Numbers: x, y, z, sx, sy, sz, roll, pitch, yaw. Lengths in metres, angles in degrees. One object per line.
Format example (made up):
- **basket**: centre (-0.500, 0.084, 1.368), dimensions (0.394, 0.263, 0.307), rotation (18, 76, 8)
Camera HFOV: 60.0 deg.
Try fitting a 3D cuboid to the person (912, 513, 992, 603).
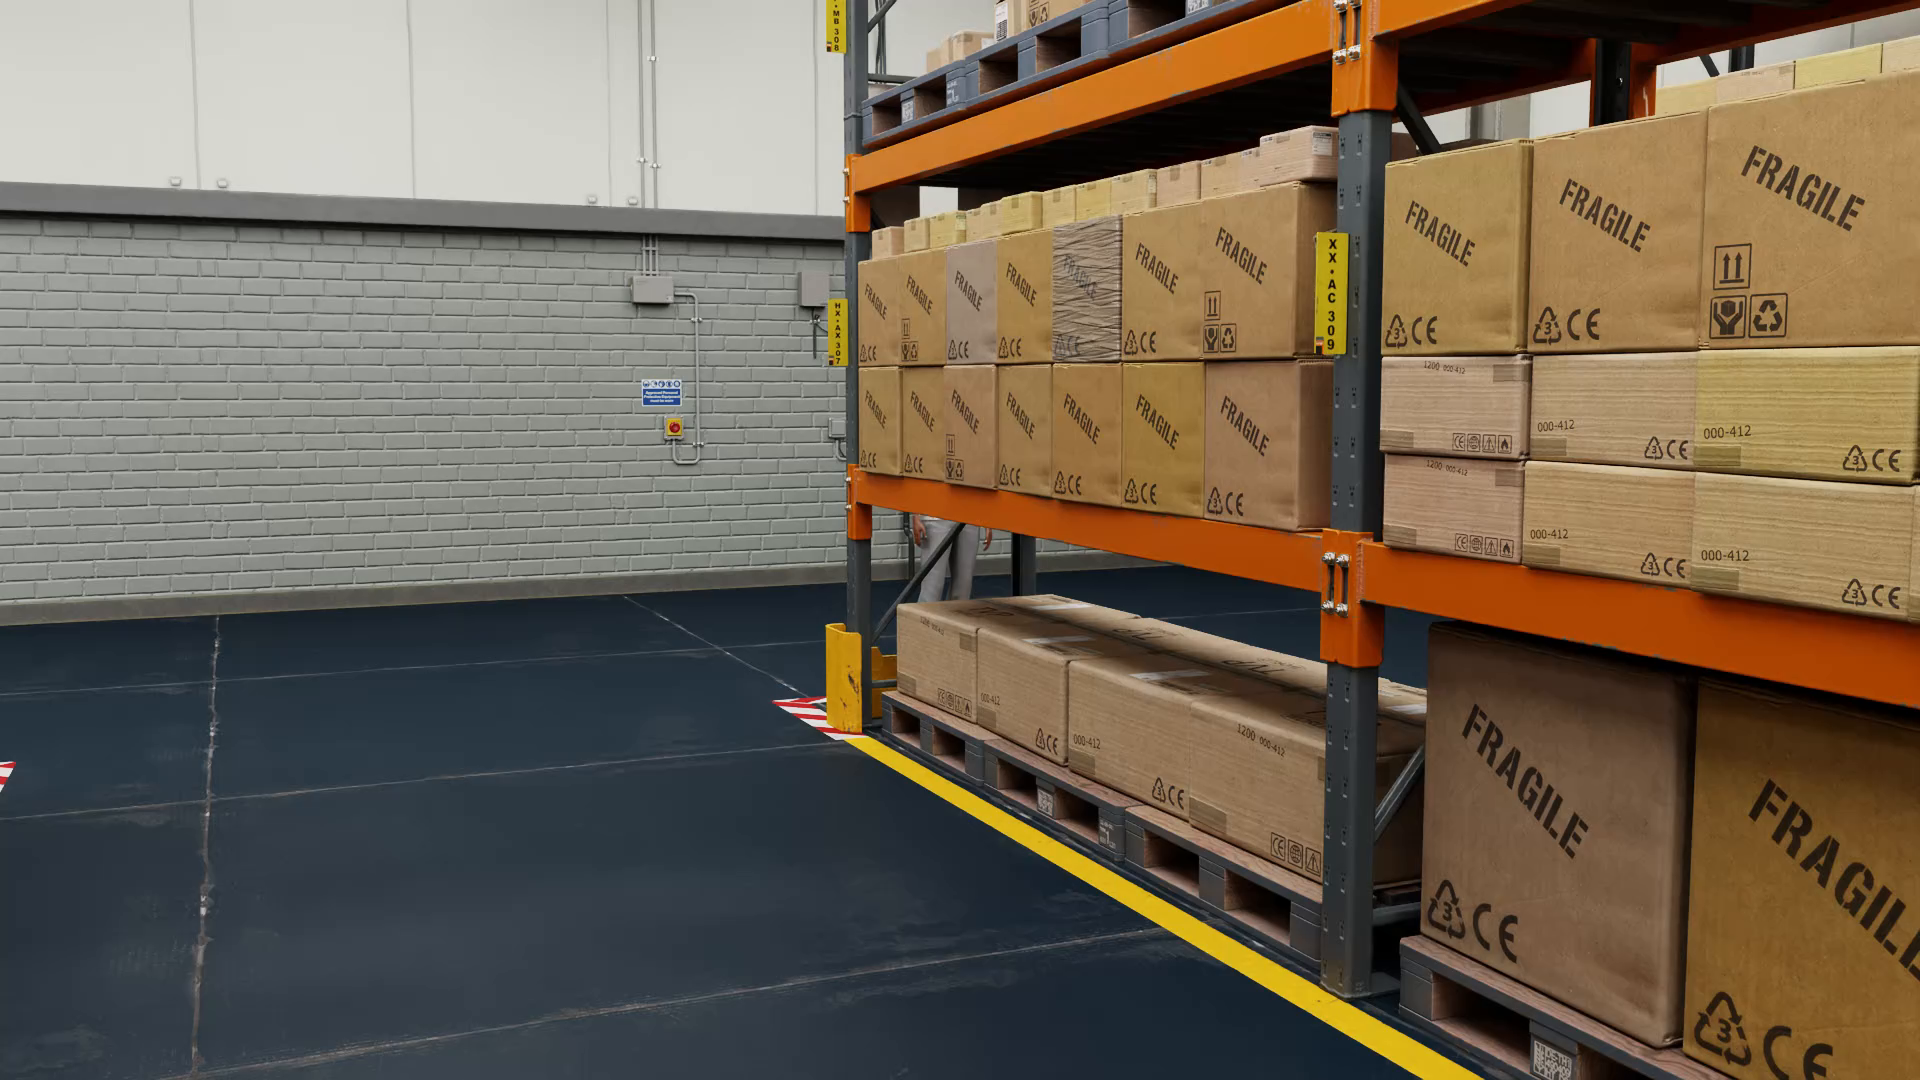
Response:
- **person**: centre (-0.043, -0.093, 10.203), dimensions (0.569, 1.695, 0.530), rotation (-2, 6, -24)
